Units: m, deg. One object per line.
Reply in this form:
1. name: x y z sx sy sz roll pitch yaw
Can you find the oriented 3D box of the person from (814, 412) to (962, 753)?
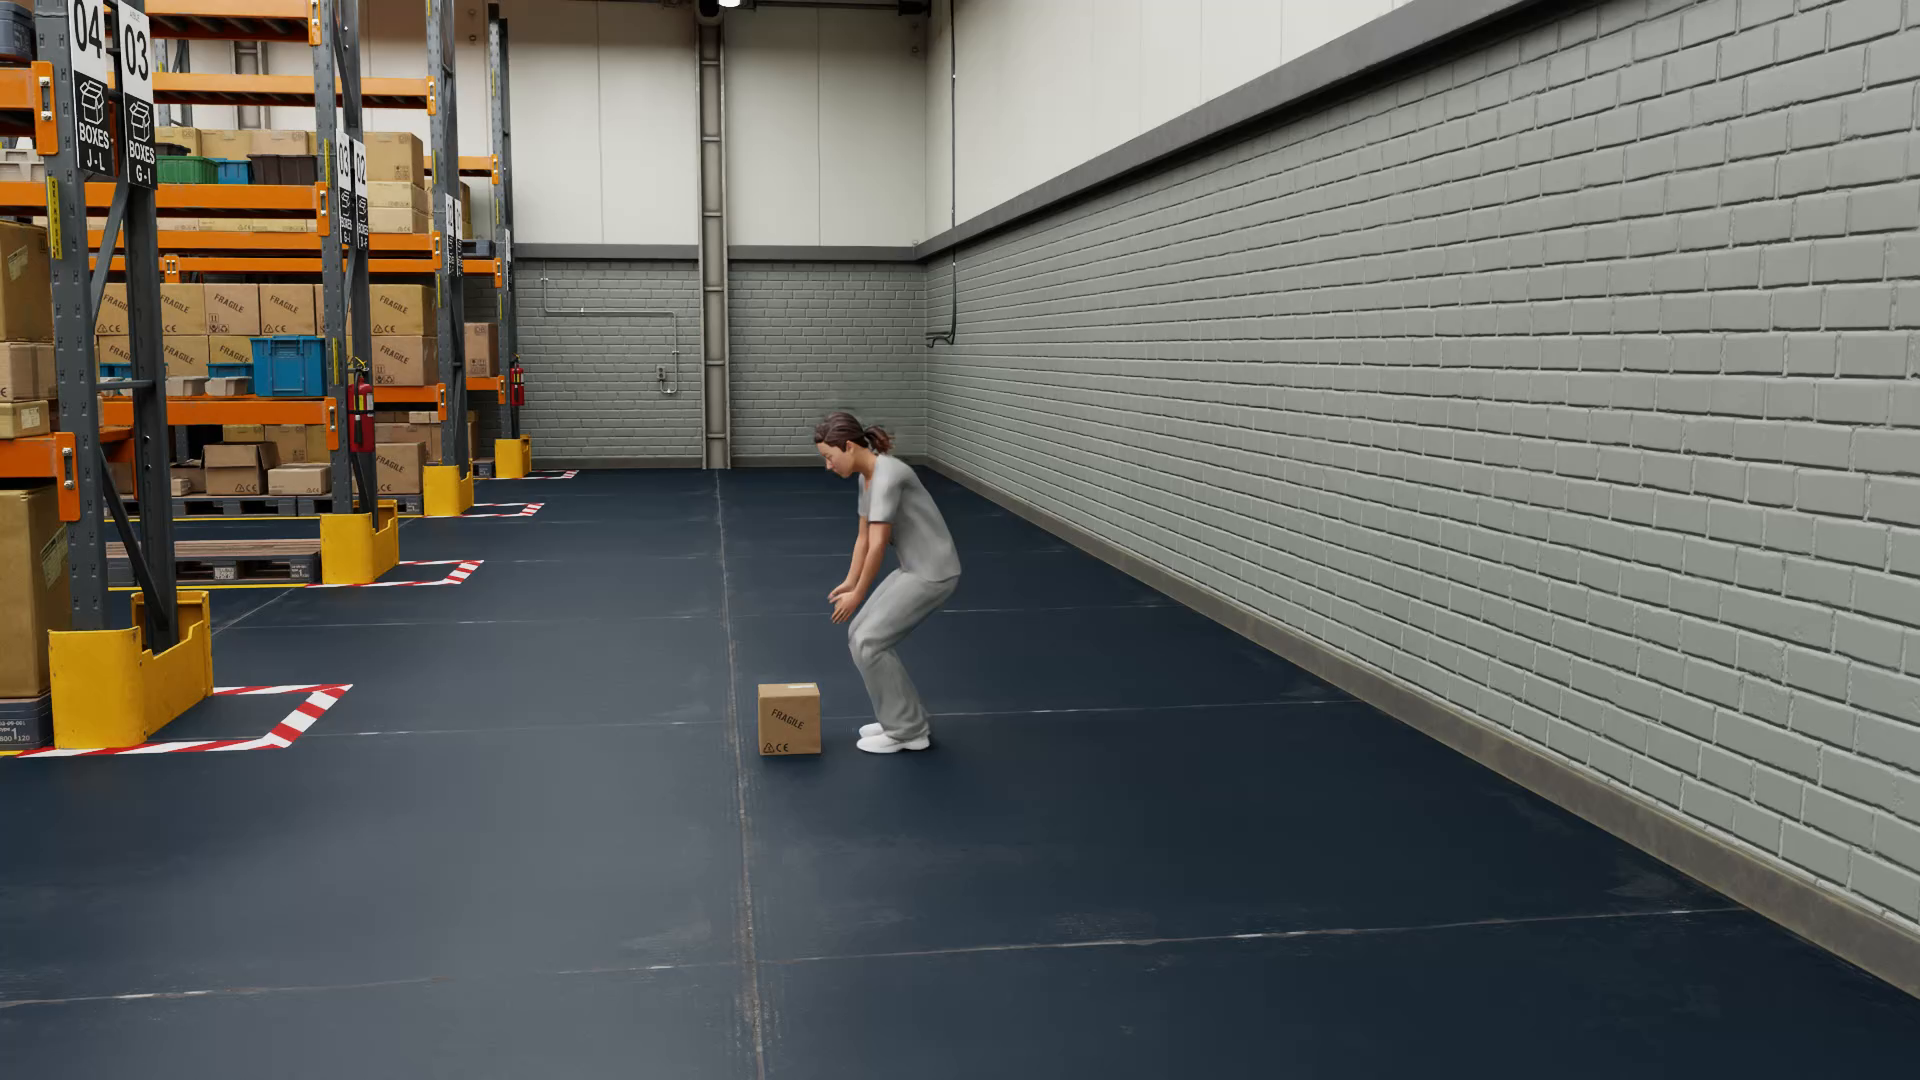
1. person: -0.299 0.172 6.963 0.616 1.417 0.490 -1 7 -8
